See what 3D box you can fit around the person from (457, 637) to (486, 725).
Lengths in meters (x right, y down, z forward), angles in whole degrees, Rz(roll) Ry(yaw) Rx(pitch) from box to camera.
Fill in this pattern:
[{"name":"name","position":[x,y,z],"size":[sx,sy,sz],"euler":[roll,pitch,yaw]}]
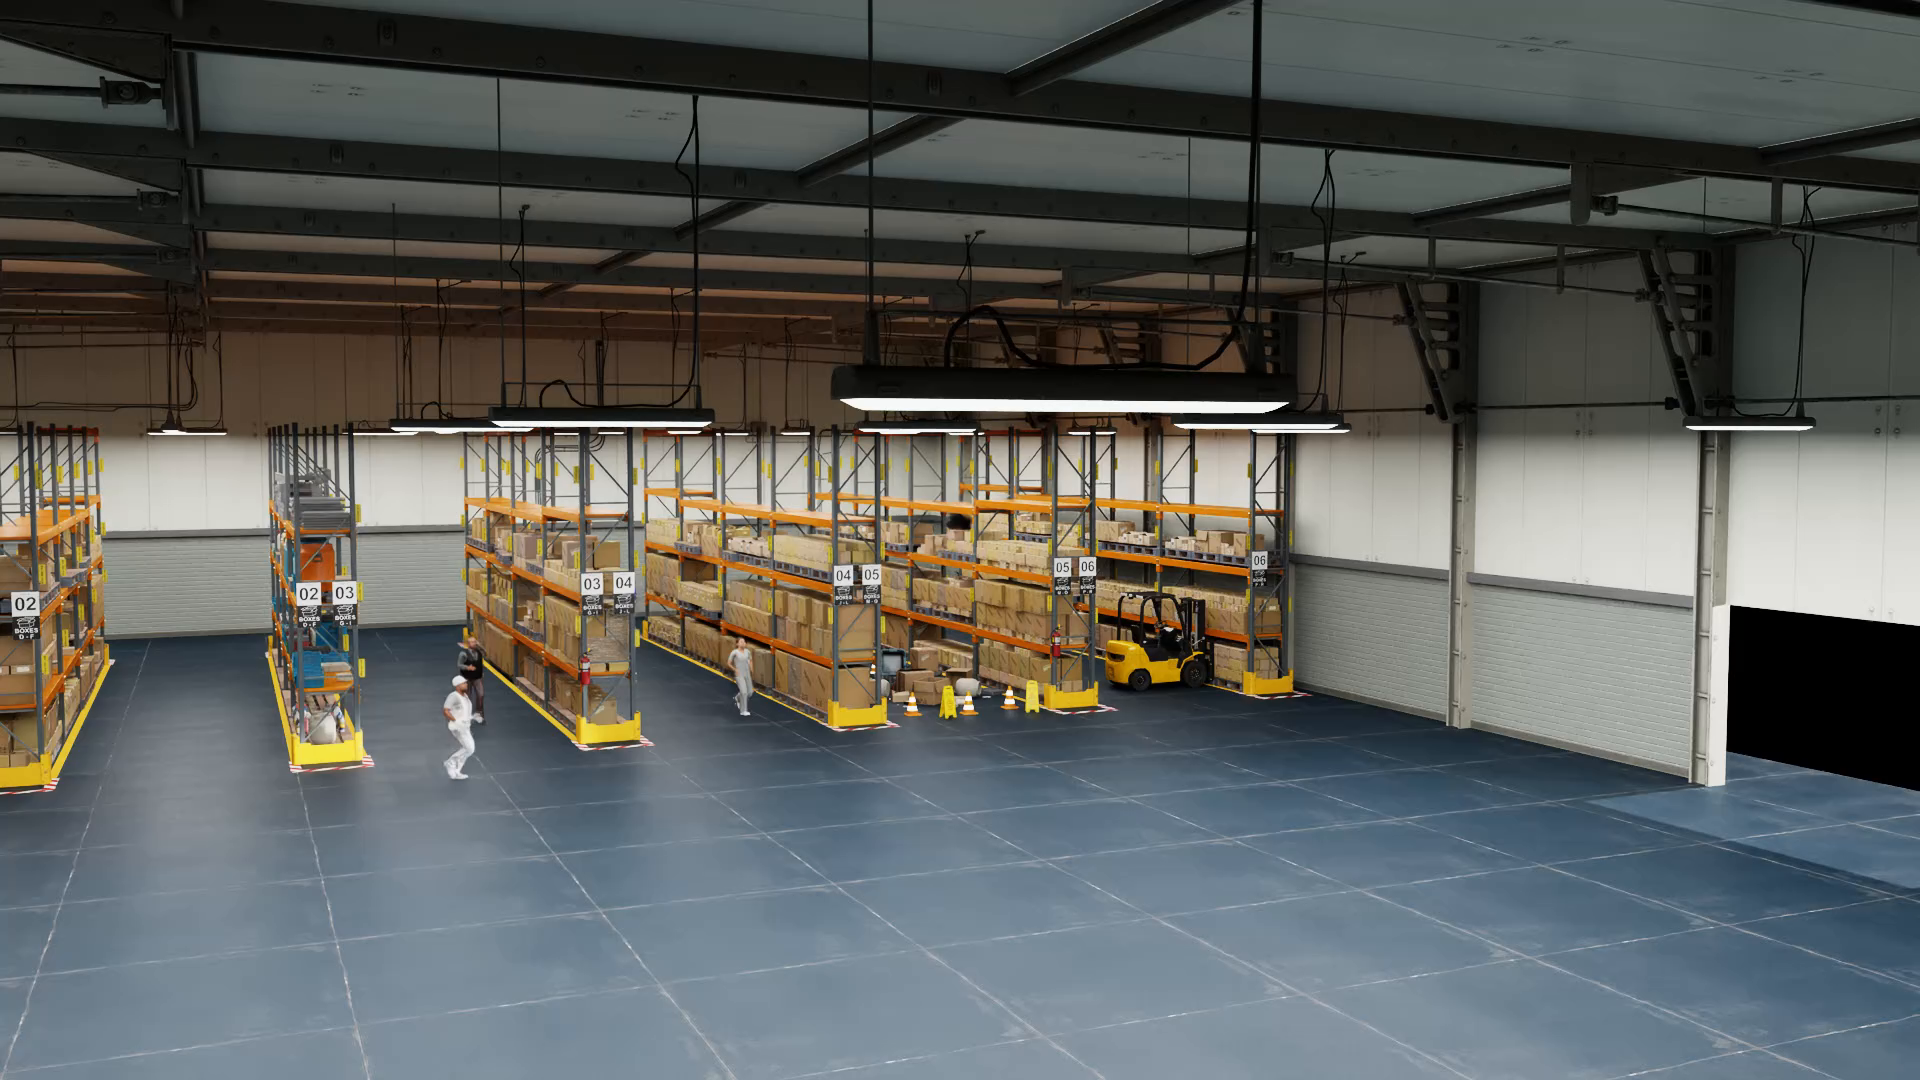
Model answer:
[{"name":"person","position":[-9.847,2.818,33.456],"size":[0.622,1.752,0.900],"euler":[-3,5,-41]}]

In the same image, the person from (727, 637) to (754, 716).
[{"name":"person","position":[-4.546,2.804,34.435],"size":[0.565,1.621,0.646],"euler":[-3,4,-37]}]

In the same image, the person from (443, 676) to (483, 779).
[{"name":"person","position":[-8.336,3.142,27.882],"size":[0.582,1.735,0.656],"euler":[0,3,0]}]

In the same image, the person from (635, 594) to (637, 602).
[{"name":"person","position":[-9.689,1.980,48.396],"size":[0.625,1.577,0.680],"euler":[3,4,39]}]
